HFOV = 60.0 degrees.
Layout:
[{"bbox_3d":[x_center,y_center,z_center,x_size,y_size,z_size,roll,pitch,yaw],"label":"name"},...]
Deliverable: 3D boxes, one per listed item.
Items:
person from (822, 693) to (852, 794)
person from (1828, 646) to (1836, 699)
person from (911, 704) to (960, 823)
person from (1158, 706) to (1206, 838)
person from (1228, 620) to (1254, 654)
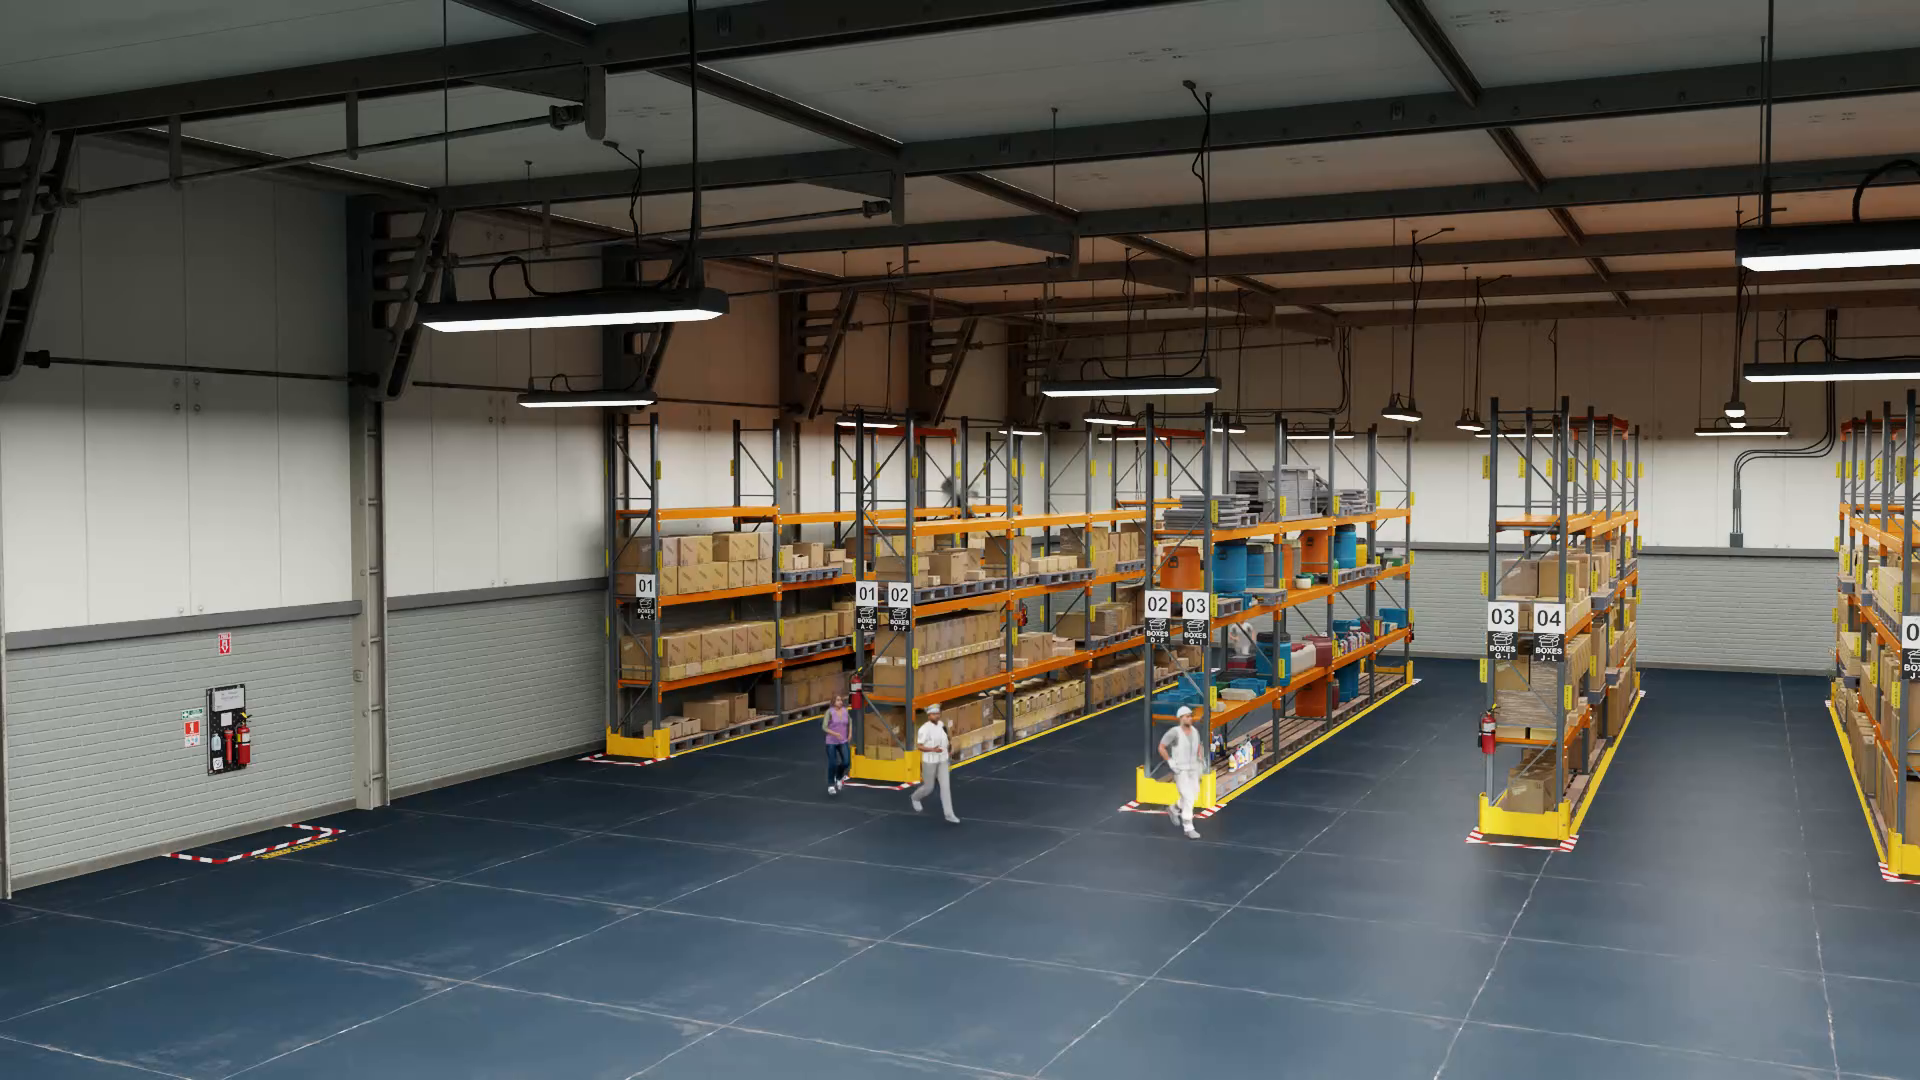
[{"bbox_3d":[-1.857,3.139,25.623,0.572,1.570,0.585,-1,3,-27],"label":"person"},{"bbox_3d":[19.270,2.612,36.136,0.719,1.799,0.665,0,2,10],"label":"person"},{"bbox_3d":[-0.331,3.137,23.614,0.594,1.640,1.044,-1,3,-32],"label":"person"},{"bbox_3d":[3.043,3.156,22.808,0.683,1.762,0.760,-2,3,-33],"label":"person"},{"bbox_3d":[6.558,2.539,38.816,0.603,1.718,0.836,1,2,13],"label":"person"}]
